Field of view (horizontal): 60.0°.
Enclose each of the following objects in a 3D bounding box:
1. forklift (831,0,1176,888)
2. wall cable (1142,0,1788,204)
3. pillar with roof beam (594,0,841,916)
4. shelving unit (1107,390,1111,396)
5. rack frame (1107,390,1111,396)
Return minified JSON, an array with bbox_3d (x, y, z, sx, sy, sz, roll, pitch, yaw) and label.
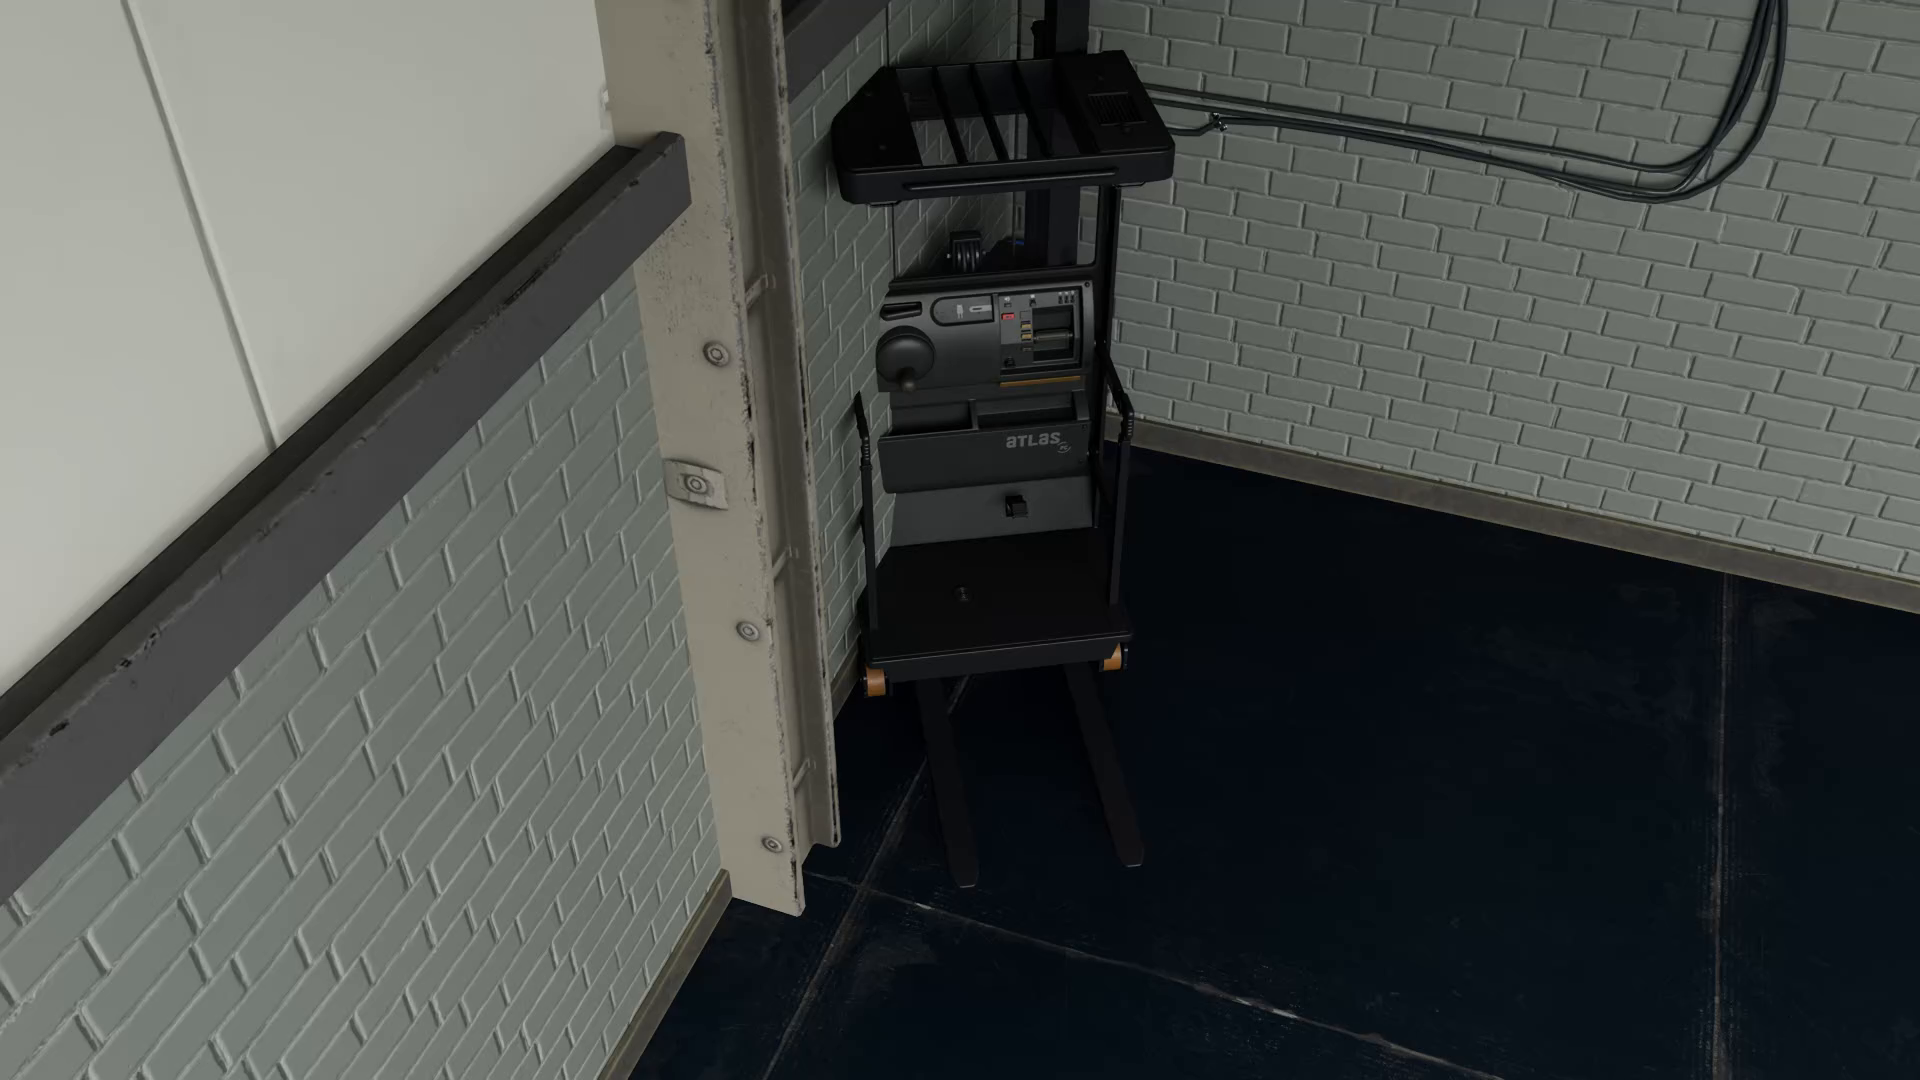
[{"bbox_3d":[0.095,-0.714,6.282,1.130,2.935,3.031,-6,41,-7],"label":"forklift"},{"bbox_3d":[1.586,-2.521,6.118,3.097,2.526,0.112,13,42,15],"label":"wall cable"},{"bbox_3d":[3.381,-1.243,2.228,9.100,9.000,0.400,13,42,15],"label":"pillar with roof beam"},{"bbox_3d":[0.369,-0.818,8.370,1.500,0.431,0.755,-29,65,-26],"label":"shelving unit"},{"bbox_3d":[0.589,-0.561,8.229,1.500,0.400,0.023,-29,65,-26],"label":"rack frame"}]
